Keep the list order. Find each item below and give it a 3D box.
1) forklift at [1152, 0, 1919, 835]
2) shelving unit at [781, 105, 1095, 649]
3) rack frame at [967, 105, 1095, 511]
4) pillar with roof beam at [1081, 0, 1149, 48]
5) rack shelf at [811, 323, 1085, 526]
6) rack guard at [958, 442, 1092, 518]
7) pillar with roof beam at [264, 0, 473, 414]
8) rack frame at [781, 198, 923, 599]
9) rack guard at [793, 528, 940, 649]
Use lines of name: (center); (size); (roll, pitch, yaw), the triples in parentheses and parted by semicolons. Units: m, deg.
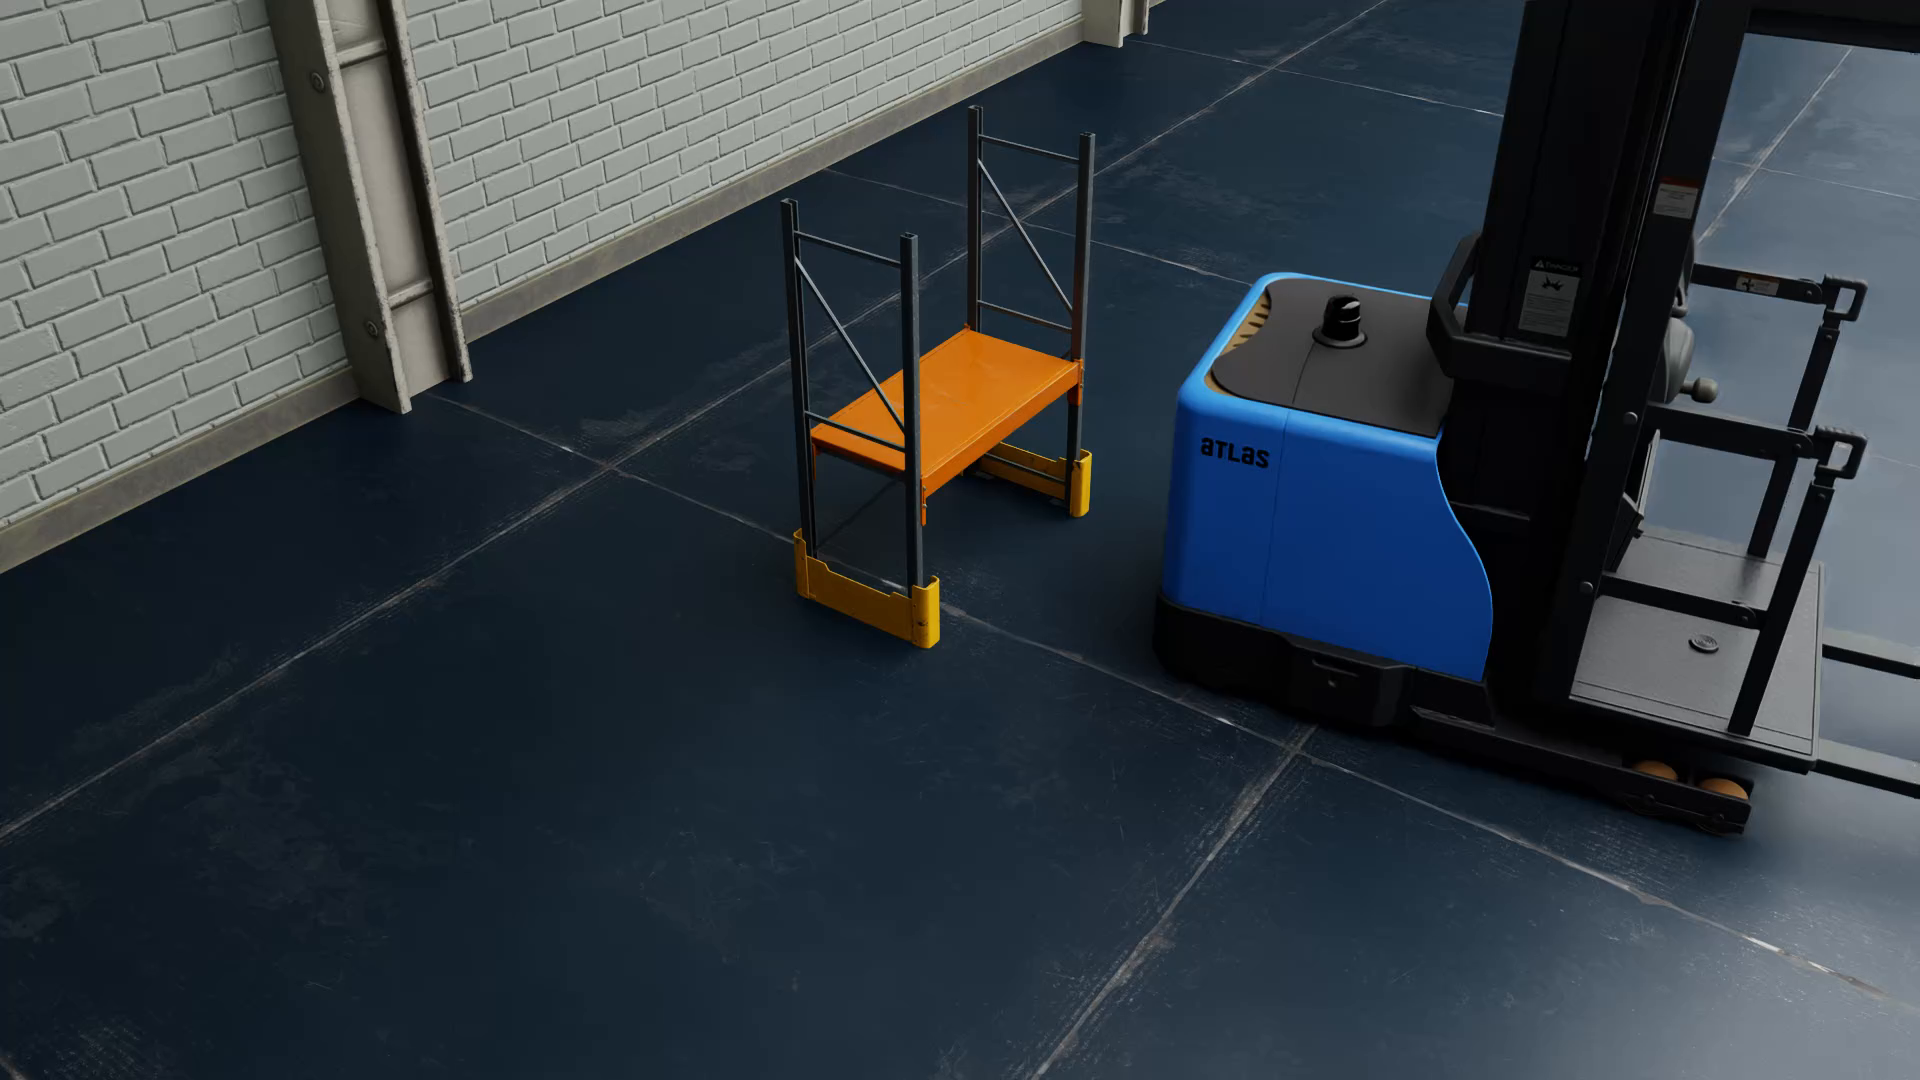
forklift: (2.207, -0.678, 4.636); (3.031, 2.935, 1.130); (14, 37, 20)
shelving unit: (-0.043, -0.586, 5.778); (0.587, 1.500, 1.083); (21, 39, 28)
rack frame: (0.241, -0.816, 6.118); (0.500, 1.500, 0.032); (21, 39, 28)
pillar with roof beam: (4.584, -5.784, 6.770); (9.100, 9.000, 0.400); (21, 39, 28)
rack shelf: (-0.049, -0.433, 5.873); (0.538, 0.185, 1.000); (21, 39, 28)
rack guard: (0.240, -0.298, 6.467); (0.587, 0.250, 0.087); (21, 39, 28)
pillar with roof beam: (1.163, -3.023, 2.687); (9.100, 9.000, 0.400); (21, 39, 28)
rack frame: (-0.339, -0.348, 5.426); (0.500, 1.500, 0.032); (21, 39, 28)
rack guard: (-0.327, 0.161, 5.789); (0.587, 0.250, 0.087); (21, 39, 28)
